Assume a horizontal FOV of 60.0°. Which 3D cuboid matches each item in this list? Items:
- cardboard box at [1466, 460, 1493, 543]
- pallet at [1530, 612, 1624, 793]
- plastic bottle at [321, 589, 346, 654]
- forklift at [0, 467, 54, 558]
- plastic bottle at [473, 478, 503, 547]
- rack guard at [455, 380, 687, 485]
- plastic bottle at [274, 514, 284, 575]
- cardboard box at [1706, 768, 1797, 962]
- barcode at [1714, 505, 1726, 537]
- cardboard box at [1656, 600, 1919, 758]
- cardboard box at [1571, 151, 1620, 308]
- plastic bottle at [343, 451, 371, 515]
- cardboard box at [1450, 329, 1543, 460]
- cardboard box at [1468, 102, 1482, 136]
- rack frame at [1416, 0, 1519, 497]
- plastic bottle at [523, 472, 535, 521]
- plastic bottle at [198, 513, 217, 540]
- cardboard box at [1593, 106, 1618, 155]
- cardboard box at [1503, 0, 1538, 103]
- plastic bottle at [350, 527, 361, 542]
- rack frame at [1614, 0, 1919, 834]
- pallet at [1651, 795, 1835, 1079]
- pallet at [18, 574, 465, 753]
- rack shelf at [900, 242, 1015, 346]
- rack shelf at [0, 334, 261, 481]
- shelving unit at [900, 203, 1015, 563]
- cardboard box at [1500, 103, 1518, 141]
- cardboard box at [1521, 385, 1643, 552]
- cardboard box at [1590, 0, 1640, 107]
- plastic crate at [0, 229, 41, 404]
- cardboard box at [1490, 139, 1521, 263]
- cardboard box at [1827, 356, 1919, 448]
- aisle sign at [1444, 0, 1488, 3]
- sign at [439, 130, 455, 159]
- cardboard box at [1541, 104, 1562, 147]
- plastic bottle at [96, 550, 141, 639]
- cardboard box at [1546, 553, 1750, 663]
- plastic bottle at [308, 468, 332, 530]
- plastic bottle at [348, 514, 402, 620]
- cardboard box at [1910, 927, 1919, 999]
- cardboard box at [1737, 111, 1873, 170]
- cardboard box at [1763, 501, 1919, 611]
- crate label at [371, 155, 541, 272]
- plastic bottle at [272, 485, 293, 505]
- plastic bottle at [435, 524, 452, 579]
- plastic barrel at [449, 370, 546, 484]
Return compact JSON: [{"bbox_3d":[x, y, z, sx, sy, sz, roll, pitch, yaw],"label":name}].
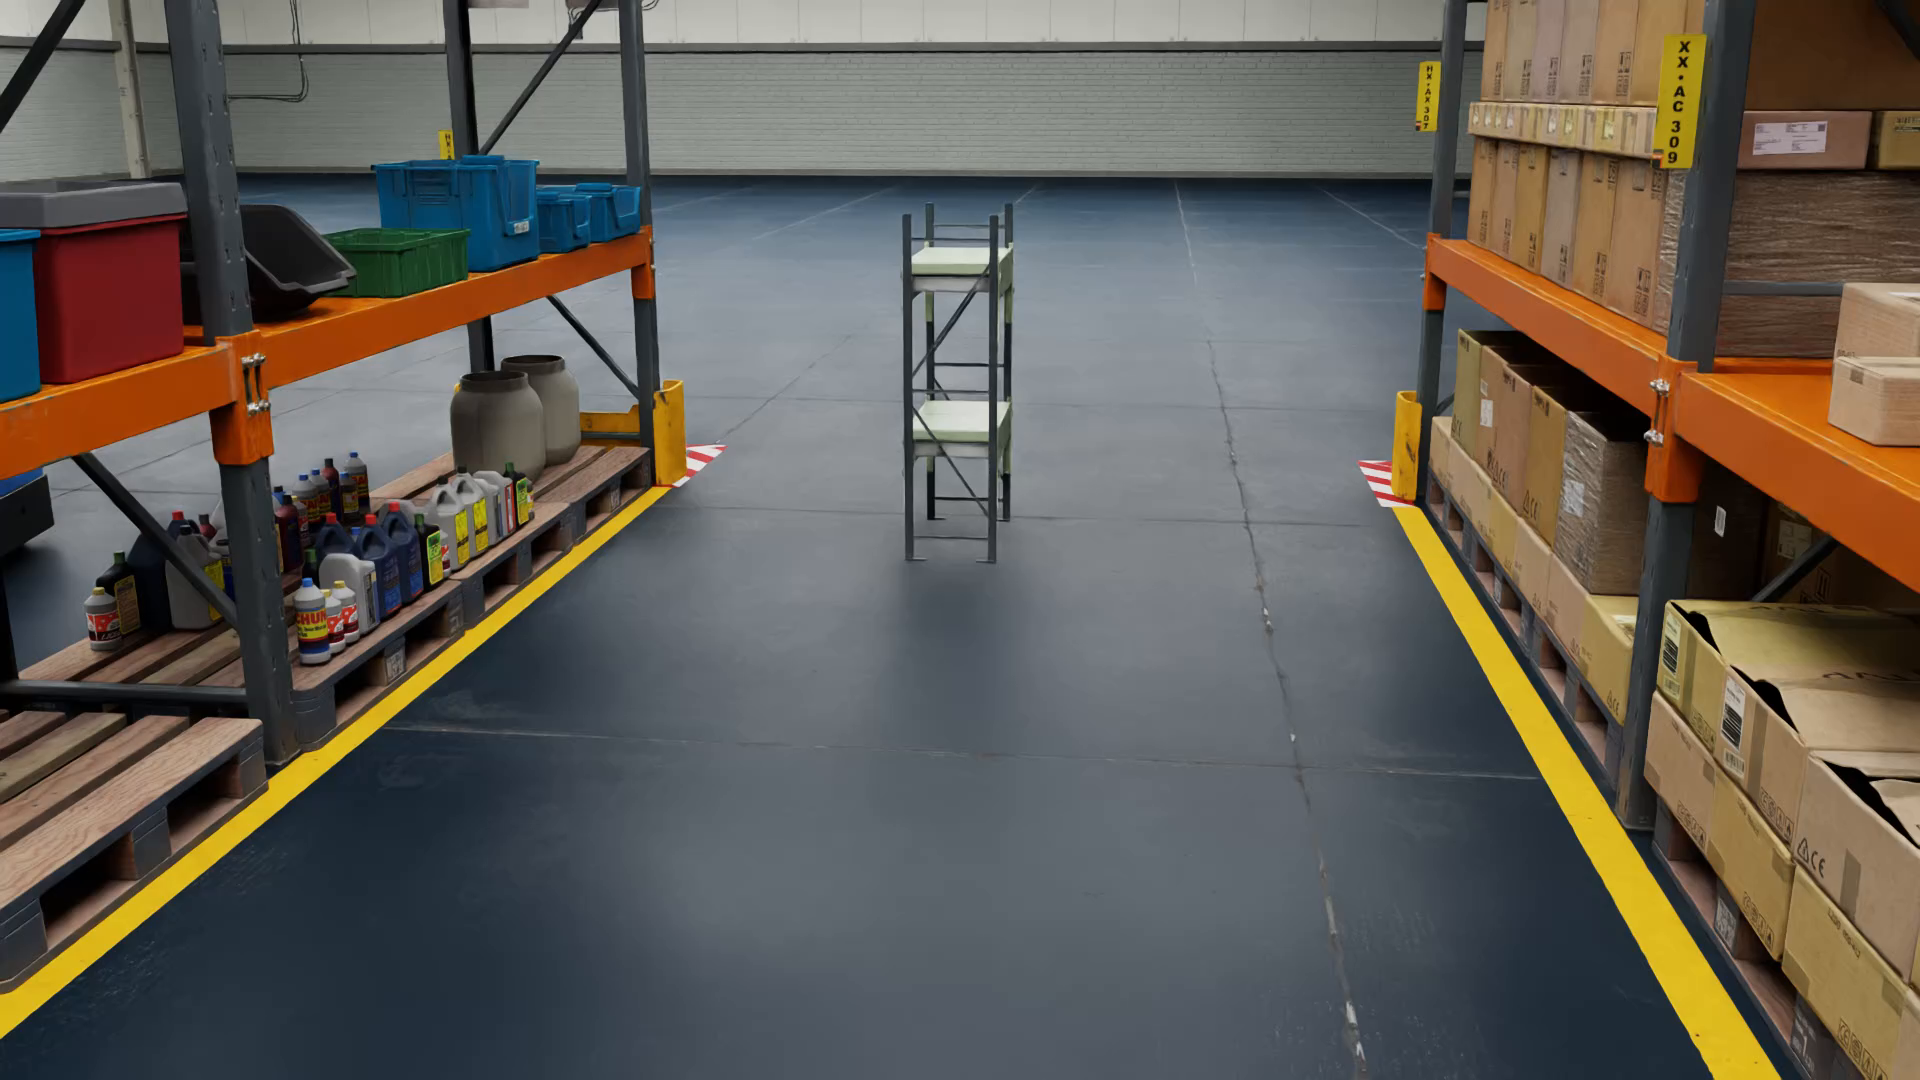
[{"bbox_3d":[2.422,-0.153,6.944,0.500,0.250,0.500,2,15,6],"label":"cardboard box"},{"bbox_3d":[2.493,0.509,5.375,1.003,0.211,1.213,2,15,6],"label":"pallet"},{"bbox_3d":[-2.077,0.263,5.460,0.097,0.201,0.097,0,15,0],"label":"plastic bottle"},{"bbox_3d":[-5.618,-1.257,6.696,3.031,2.935,1.130,-2,15,-6],"label":"forklift"},{"bbox_3d":[-1.951,-0.124,6.750,0.152,0.276,0.135,1,15,5],"label":"plastic bottle"},{"bbox_3d":[-2.070,-0.589,8.881,1.175,0.500,0.348,2,15,6],"label":"rack guard"},{"bbox_3d":[-2.611,0.007,6.250,0.061,0.283,0.133,2,15,6],"label":"plastic bottle"},{"bbox_3d":[2.011,0.722,3.707,0.500,0.250,0.500,2,15,8],"label":"cardboard box"},{"bbox_3d":[1.919,-0.047,4.197,0.001,0.075,0.075,2,15,6],"label":"barcode"},{"bbox_3d":[2.067,0.322,4.115,0.500,0.311,0.500,2,15,6],"label":"cardboard box"},{"bbox_3d":[2.519,-1.063,5.654,0.700,0.500,0.500,2,15,7],"label":"cardboard box"},{"bbox_3d":[-2.623,-0.251,7.227,0.097,0.271,0.097,0,15,0],"label":"plastic bottle"},{"bbox_3d":[2.477,-0.645,7.326,0.500,0.500,0.500,2,15,6],"label":"cardboard box"},{"bbox_3d":[2.555,-1.936,7.639,0.380,0.149,0.250,2,15,6],"label":"cardboard box"},{"bbox_3d":[2.813,-1.670,8.090,1.000,3.000,0.127,2,15,6],"label":"rack frame"},{"bbox_3d":[-1.880,-0.189,7.132,0.097,0.201,0.097,0,15,0],"label":"plastic bottle"},{"bbox_3d":[-2.775,0.051,6.088,0.061,0.283,0.133,3,15,10],"label":"plastic bottle"},{"bbox_3d":[2.296,-1.334,5.415,0.380,0.149,0.250,2,15,6],"label":"cardboard box"},{"bbox_3d":[2.687,-2.073,6.905,0.700,0.500,0.500,1,15,5],"label":"cardboard box"},{"bbox_3d":[-2.160,0.087,5.976,0.097,0.271,0.097,0,15,0],"label":"plastic bottle"},{"bbox_3d":[2.361,-0.632,4.253,1.000,3.000,0.127,2,15,6],"label":"rack frame"},{"bbox_3d":[2.317,0.906,3.906,1.003,0.211,1.213,2,15,6],"label":"pallet"},{"bbox_3d":[-2.443,0.394,5.800,1.003,0.211,1.213,2,15,6],"label":"pallet"},{"bbox_3d":[0.001,-1.102,7.371,0.431,0.370,0.720,2,15,6],"label":"rack shelf"},{"bbox_3d":[-2.786,0.087,2.972,1.077,0.370,4.000,2,15,6],"label":"rack shelf"},{"bbox_3d":[0.001,-0.726,7.473,0.431,1.500,0.755,2,15,6],"label":"shelving unit"},{"bbox_3d":[2.467,-1.737,6.905,0.380,0.149,0.250,1,15,5],"label":"cardboard box"},{"bbox_3d":[2.317,-0.255,5.886,0.500,0.500,0.500,2,15,6],"label":"cardboard box"},{"bbox_3d":[2.518,-1.683,5.462,0.700,0.500,0.500,2,15,6],"label":"cardboard box"},{"bbox_3d":[-2.375,-0.476,3.707,0.392,0.384,0.575,2,15,6],"label":"plastic crate"},{"bbox_3d":[2.693,-1.461,7.126,0.700,0.500,0.500,2,15,8],"label":"cardboard box"},{"bbox_3d":[2.058,-0.287,3.458,0.380,0.149,0.250,2,15,6],"label":"cardboard box"},{"bbox_3d":[2.516,-2.951,7.847,0.394,0.787,0.004,2,15,6],"label":"aisle sign"},{"bbox_3d":[-2.655,-1.967,8.661,0.100,0.325,0.005,2,15,6],"label":"sign"},{"bbox_3d":[2.380,-1.537,6.165,0.380,0.149,0.250,2,15,7],"label":"cardboard box"},{"bbox_3d":[-2.833,0.185,5.591,0.061,0.283,0.133,2,15,9],"label":"plastic bottle"},{"bbox_3d":[2.263,0.236,5.504,0.500,0.250,0.500,2,15,6],"label":"cardboard box"},{"bbox_3d":[-2.661,-0.162,6.898,0.097,0.271,0.097,0,15,0],"label":"plastic bottle"},{"bbox_3d":[-2.056,0.090,5.814,0.144,0.351,0.185,2,15,8],"label":"plastic bottle"},{"bbox_3d":[1.895,0.720,2.640,0.500,0.311,0.500,2,15,8],"label":"cardboard box"},{"bbox_3d":[2.179,-1.070,4.440,0.380,0.149,0.250,2,15,6],"label":"cardboard box"},{"bbox_3d":[2.725,0.019,4.870,0.500,0.500,0.500,2,15,6],"label":"cardboard box"},{"bbox_3d":[-2.047,-1.348,6.834,0.502,0.435,0.616,2,15,6],"label":"crate label"},{"bbox_3d":[-2.696,-0.083,6.608,0.097,0.271,0.097,0,15,0],"label":"plastic bottle"},{"bbox_3d":[-1.980,0.041,6.283,0.097,0.201,0.097,0,15,0],"label":"plastic bottle"},{"bbox_3d":[-2.163,-0.515,7.783,0.421,0.512,0.421,0,15,0],"label":"plastic barrel"}]
